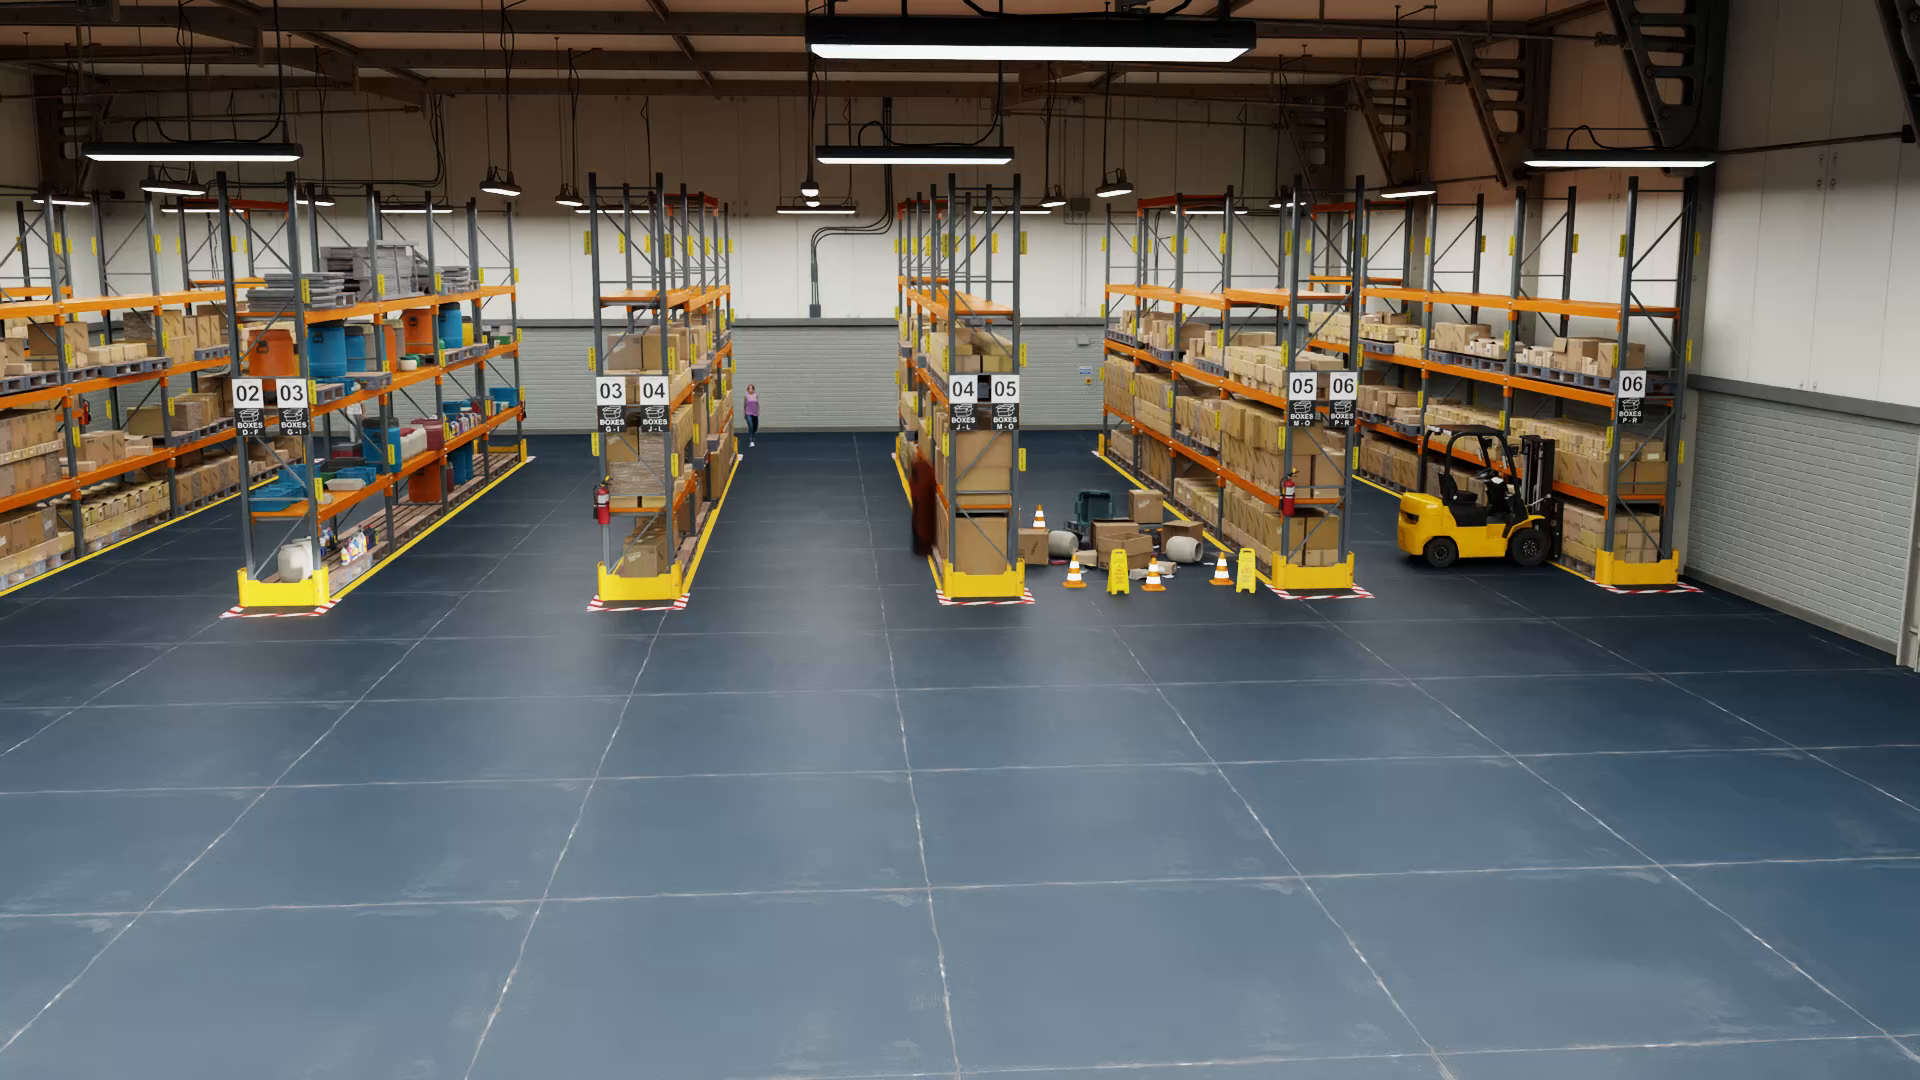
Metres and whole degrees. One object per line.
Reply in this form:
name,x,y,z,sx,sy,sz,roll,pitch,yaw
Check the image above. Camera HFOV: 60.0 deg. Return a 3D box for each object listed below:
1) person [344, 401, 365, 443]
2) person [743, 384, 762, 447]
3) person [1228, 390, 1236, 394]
person,-15.248,-3.177,41.892,0.488,1.598,1.075,-4,11,-20
person,-5.270,-3.180,42.109,0.447,1.556,0.886,-4,11,-20
person,6.483,-2.793,39.314,0.539,1.754,0.638,7,12,34
